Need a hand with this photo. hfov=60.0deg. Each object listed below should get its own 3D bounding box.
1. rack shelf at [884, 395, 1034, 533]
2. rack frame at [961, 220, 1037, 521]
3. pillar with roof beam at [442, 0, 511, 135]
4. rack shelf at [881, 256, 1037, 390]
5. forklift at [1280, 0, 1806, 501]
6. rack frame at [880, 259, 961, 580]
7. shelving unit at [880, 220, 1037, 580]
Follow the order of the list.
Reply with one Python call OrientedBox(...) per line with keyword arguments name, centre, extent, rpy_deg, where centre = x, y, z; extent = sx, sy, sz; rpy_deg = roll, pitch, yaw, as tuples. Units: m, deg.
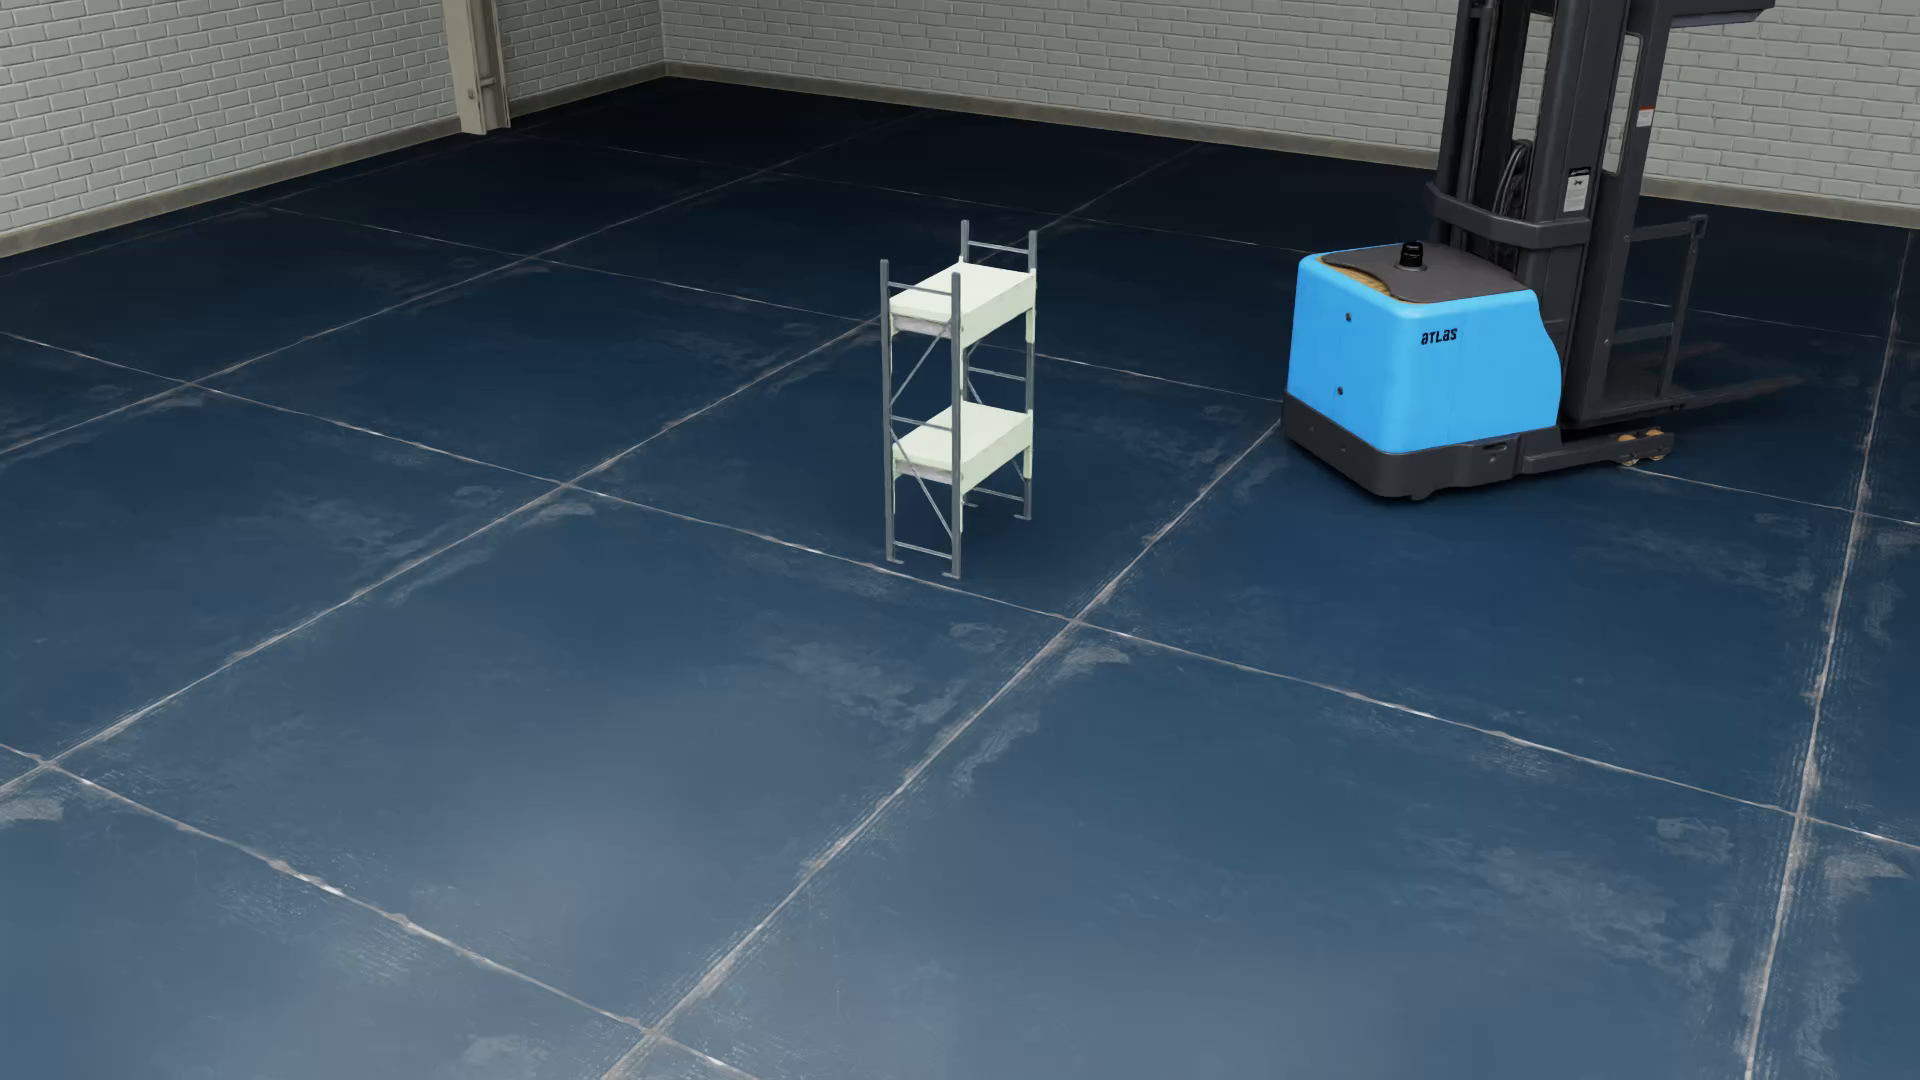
OrientedBox(name="rack shelf", centre=(0.003, -0.382, 8.065), extent=(0.431, 0.370, 0.720), rpy_deg=(14, 30, 26))
OrientedBox(name="rack frame", centre=(0.183, -0.816, 8.204), extent=(0.400, 1.500, 0.023), rpy_deg=(14, 30, 26))
OrientedBox(name="pillar with roof beam", centre=(-0.898, -7.099, 12.379), extent=(9.100, 9.000, 0.400), rpy_deg=(14, 30, 26))
OrientedBox(name="rack shelf", centre=(0.003, -1.022, 7.745), extent=(0.431, 0.370, 0.720), rpy_deg=(14, 30, 26))
OrientedBox(name="forklift", centre=(3.363, -1.922, 8.816), extent=(3.031, 2.935, 1.130), rpy_deg=(-10, 28, -20))
OrientedBox(name="rack frame", centre=(-0.177, -0.531, 7.635), extent=(0.400, 1.500, 0.023), rpy_deg=(14, 30, 26))
OrientedBox(name="shelving unit", centre=(0.003, -0.673, 7.919), extent=(0.431, 1.500, 0.755), rpy_deg=(14, 30, 26))
